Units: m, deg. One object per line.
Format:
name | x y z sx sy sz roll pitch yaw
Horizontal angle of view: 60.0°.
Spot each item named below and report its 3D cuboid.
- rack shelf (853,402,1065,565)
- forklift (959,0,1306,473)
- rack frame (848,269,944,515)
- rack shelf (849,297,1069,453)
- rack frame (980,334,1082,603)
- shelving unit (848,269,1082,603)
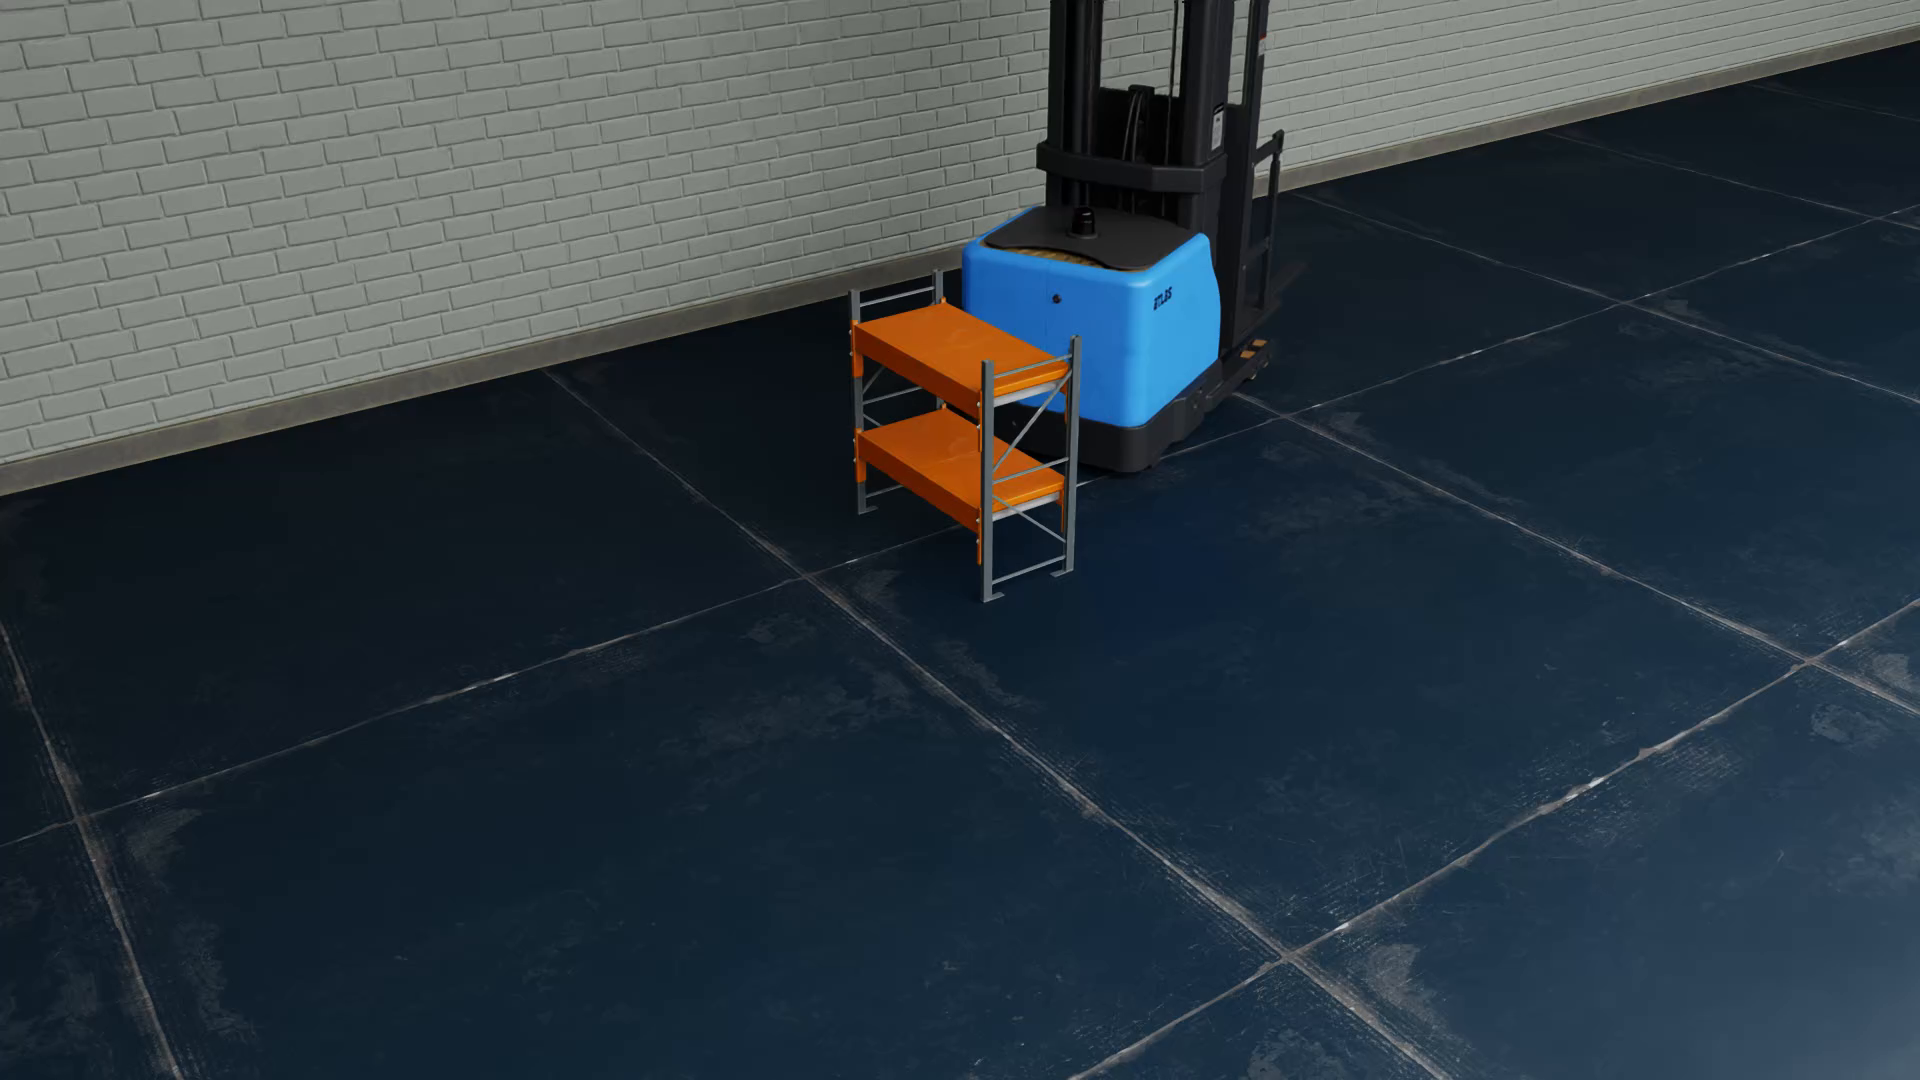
rack shelf | 0.004 -0.277 7.593 0.538 0.278 1.000 -19 34 -31
forklift | 1.153 -2.291 8.898 1.130 2.935 3.031 15 32 25
rack frame | -0.291 -0.689 7.841 0.500 1.125 0.032 -19 34 -31
rack shelf | 0.004 -0.749 7.337 0.538 0.278 1.000 -19 34 -31
rack frame | 0.299 -0.294 7.113 0.500 1.125 0.032 -19 34 -31
shelving unit | 0.004 -0.492 7.477 0.538 1.125 1.048 -19 34 -31
